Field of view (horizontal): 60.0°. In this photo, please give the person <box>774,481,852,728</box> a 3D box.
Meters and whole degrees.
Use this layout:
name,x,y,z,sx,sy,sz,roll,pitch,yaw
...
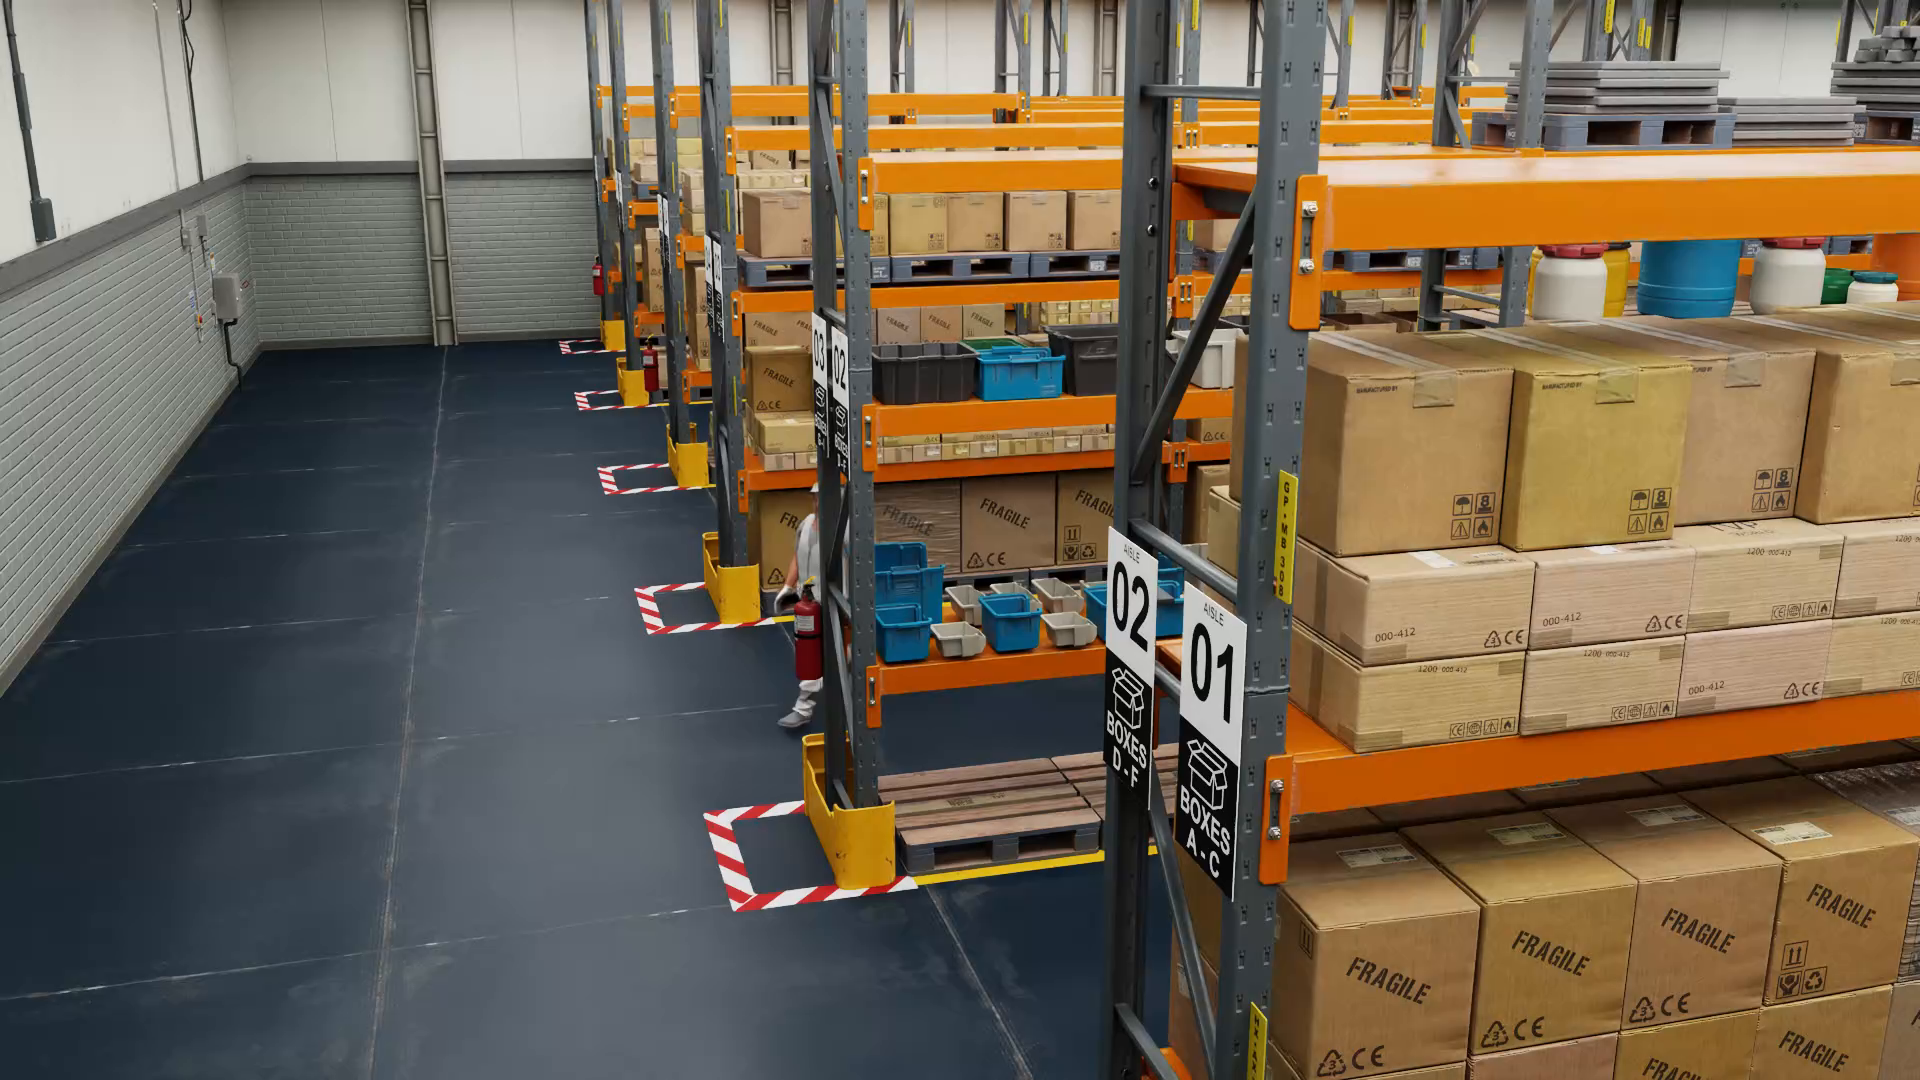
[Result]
name,x,y,z,sx,sy,sz,roll,pitch,yaw
person,-1.017,0.416,12.023,0.527,1.744,1.033,14,21,40
